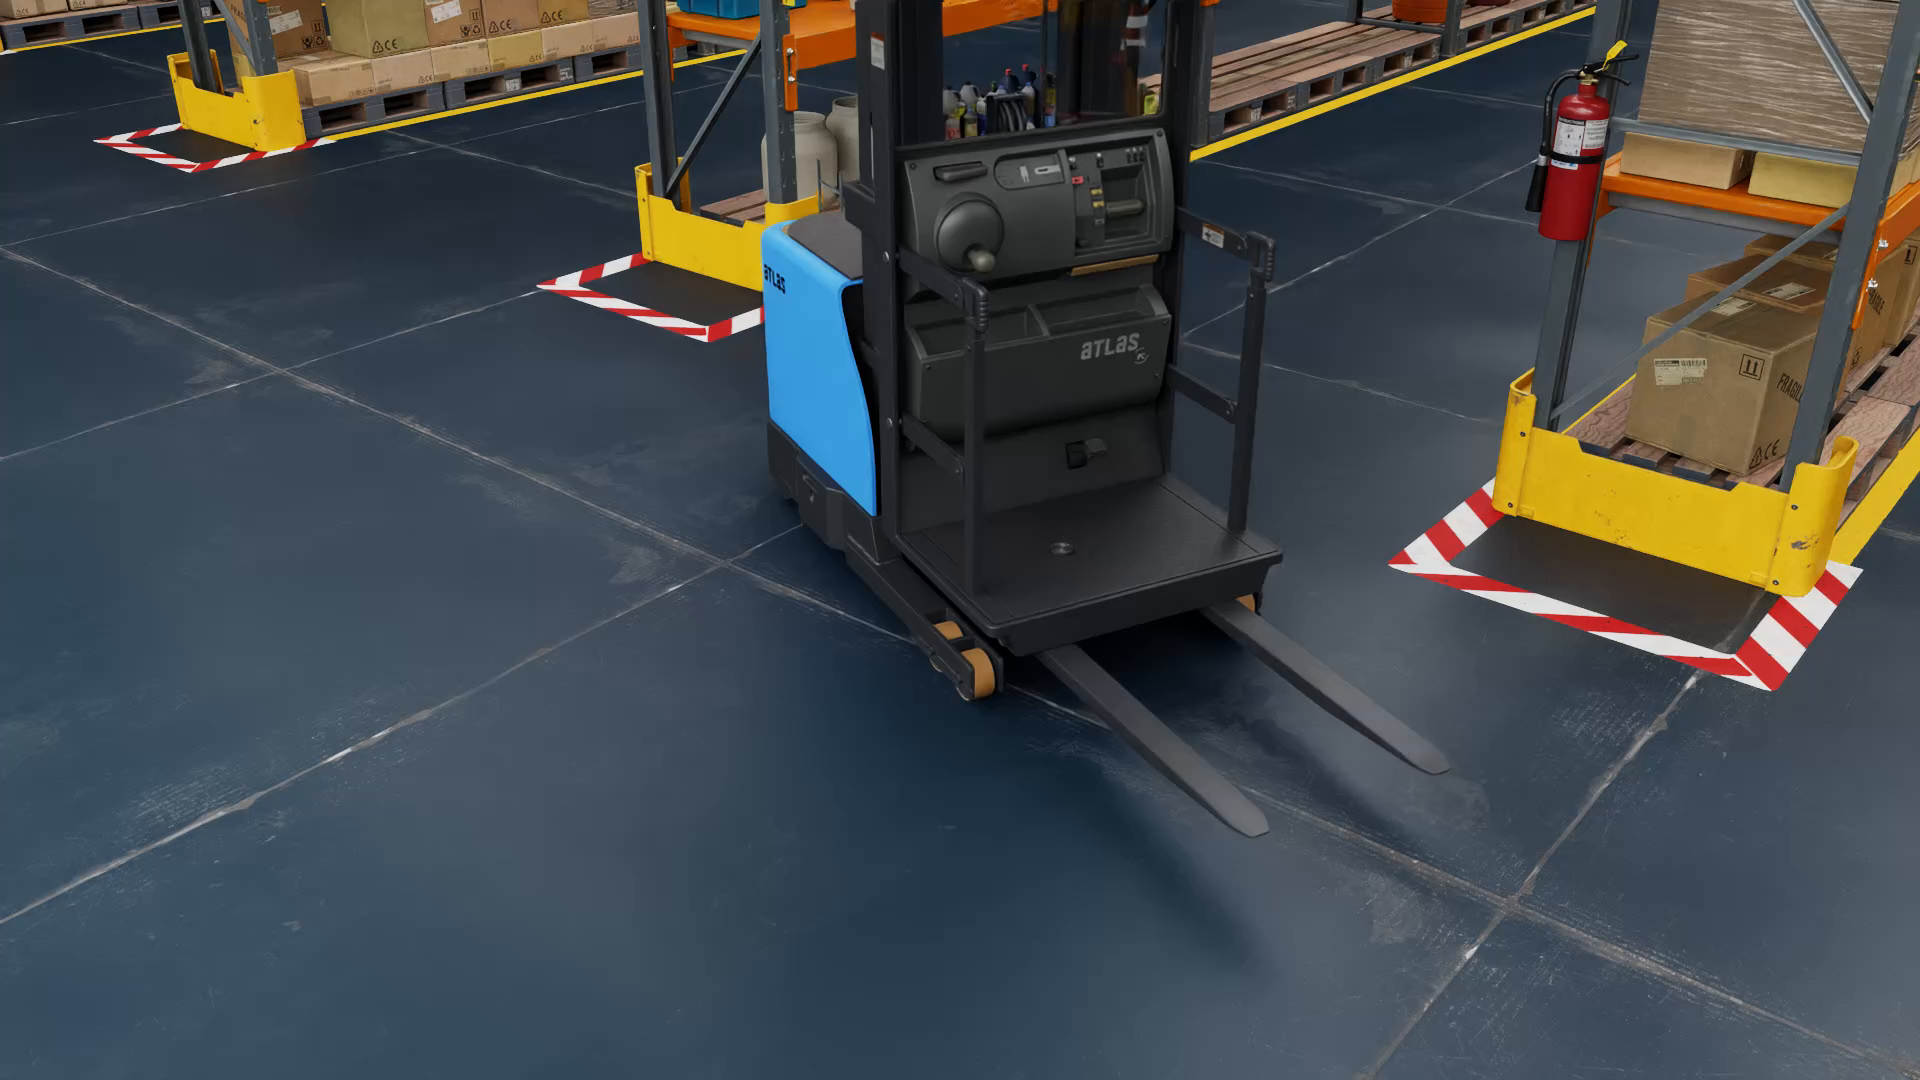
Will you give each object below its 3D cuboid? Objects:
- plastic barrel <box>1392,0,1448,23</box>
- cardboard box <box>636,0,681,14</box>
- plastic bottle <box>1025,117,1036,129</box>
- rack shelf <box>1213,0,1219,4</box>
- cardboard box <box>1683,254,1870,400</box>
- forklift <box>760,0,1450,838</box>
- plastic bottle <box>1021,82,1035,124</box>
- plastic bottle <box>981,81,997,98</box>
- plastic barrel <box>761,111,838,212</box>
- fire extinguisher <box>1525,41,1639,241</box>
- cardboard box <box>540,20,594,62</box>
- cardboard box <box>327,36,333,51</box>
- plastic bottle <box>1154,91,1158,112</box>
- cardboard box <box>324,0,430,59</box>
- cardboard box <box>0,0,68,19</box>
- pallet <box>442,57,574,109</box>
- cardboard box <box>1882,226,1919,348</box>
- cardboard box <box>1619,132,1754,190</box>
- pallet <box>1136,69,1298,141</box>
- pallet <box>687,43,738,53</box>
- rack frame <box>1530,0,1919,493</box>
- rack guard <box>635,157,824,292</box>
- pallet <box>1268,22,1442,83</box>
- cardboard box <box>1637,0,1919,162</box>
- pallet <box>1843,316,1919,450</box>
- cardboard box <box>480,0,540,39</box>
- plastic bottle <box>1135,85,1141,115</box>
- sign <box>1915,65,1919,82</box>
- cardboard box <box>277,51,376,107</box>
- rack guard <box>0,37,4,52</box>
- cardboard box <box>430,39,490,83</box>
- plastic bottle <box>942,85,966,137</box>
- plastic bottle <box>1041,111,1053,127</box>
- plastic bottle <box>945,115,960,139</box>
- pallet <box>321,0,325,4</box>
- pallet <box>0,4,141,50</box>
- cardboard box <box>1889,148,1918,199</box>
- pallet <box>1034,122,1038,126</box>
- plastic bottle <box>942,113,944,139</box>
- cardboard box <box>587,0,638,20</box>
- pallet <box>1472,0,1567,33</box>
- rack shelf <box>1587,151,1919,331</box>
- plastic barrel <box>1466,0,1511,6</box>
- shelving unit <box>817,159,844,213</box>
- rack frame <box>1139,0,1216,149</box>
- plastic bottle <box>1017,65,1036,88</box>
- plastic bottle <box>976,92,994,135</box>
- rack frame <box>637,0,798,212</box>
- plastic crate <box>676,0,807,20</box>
[{"bbox_3d":[4.130,-5.008,14.571,0.600,0.830,0.708,21,34,34],"label":"plastic barrel"},{"bbox_3d":[-2.659,-4.375,13.978,0.500,0.250,0.500,21,34,34],"label":"cardboard box"},{"bbox_3d":[0.419,-2.463,10.237,0.097,0.271,0.097,0,27,0],"label":"plastic bottle"},{"bbox_3d":[2.560,-4.578,12.619,1.077,0.370,4.000,21,34,34],"label":"rack shelf"},{"bbox_3d":[3.329,-0.838,6.868,0.500,0.500,0.500,-18,32,-31],"label":"cardboard box"},{"bbox_3d":[0.360,-1.027,5.044,1.130,2.935,3.031,-13,30,-24],"label":"forklift"},{"bbox_3d":[0.455,-2.921,11.122,0.097,0.271,0.097,0,27,0],"label":"plastic bottle"},{"bbox_3d":[0.197,-2.900,11.068,0.061,0.283,0.133,23,35,37],"label":"plastic bottle"},{"bbox_3d":[-0.897,-2.108,9.311,0.421,0.512,0.421,0,27,0],"label":"plastic barrel"},{"bbox_3d":[2.137,-1.383,5.743,0.296,0.674,0.183,21,34,34],"label":"fire extinguisher"},{"bbox_3d":[-3.291,-4.019,13.289,0.500,0.250,0.500,21,34,34],"label":"cardboard box"},{"bbox_3d":[-4.655,-3.642,12.561,0.500,0.250,0.500,21,34,34],"label":"cardboard box"},{"bbox_3d":[1.297,-2.922,11.200,0.097,0.201,0.097,0,27,0],"label":"plastic bottle"},{"bbox_3d":[-4.247,-3.821,12.091,0.500,0.500,0.500,21,34,34],"label":"cardboard box"},{"bbox_3d":[-8.392,-4.886,14.878,0.500,0.311,0.500,17,32,29],"label":"cardboard box"},{"bbox_3d":[-3.846,-3.695,13.163,1.003,0.211,1.213,21,34,34],"label":"pallet"},{"bbox_3d":[4.131,-1.239,7.644,0.500,0.500,0.500,17,32,30],"label":"cardboard box"},{"bbox_3d":[2.587,-1.373,5.913,0.380,0.149,0.250,21,34,34],"label":"cardboard box"},{"bbox_3d":[1.757,-3.240,12.283,1.003,0.211,1.213,21,34,34],"label":"pallet"},{"bbox_3d":[-2.094,-4.672,15.051,1.003,0.211,1.213,21,34,34],"label":"pallet"},{"bbox_3d":[2.565,-1.323,5.543,1.000,3.000,0.127,21,34,34],"label":"rack frame"},{"bbox_3d":[-1.245,-1.701,8.994,1.175,0.500,0.348,21,34,34],"label":"rack guard"},{"bbox_3d":[3.309,-4.105,13.956,1.003,0.211,1.213,21,34,34],"label":"pallet"},{"bbox_3d":[2.936,-1.687,5.813,0.875,0.500,0.500,21,34,34],"label":"cardboard box"},{"bbox_3d":[3.934,-0.820,7.605,1.003,0.211,1.213,21,34,34],"label":"pallet"},{"bbox_3d":[-3.608,-4.174,12.773,0.500,0.500,0.500,21,34,34],"label":"cardboard box"},{"bbox_3d":[1.100,-2.895,10.986,0.144,0.351,0.185,20,33,33],"label":"plastic bottle"},{"bbox_3d":[2.984,-1.549,5.038,0.100,0.325,0.005,21,34,34],"label":"sign"},{"bbox_3d":[-4.564,-3.310,11.919,0.500,0.250,0.500,21,34,34],"label":"cardboard box"},{"bbox_3d":[-8.853,-4.583,14.565,1.175,0.500,0.348,21,34,34],"label":"rack guard"},{"bbox_3d":[-3.930,-3.666,12.606,0.500,0.250,0.500,21,34,34],"label":"cardboard box"},{"bbox_3d":[-0.055,-2.759,10.723,0.144,0.351,0.185,22,35,36],"label":"plastic bottle"},{"bbox_3d":[0.547,-2.535,10.376,0.097,0.271,0.097,0,27,0],"label":"plastic bottle"},{"bbox_3d":[-0.049,-2.603,10.584,0.097,0.201,0.097,0,27,0],"label":"plastic bottle"},{"bbox_3d":[-6.757,-5.597,16.840,1.003,0.211,1.213,21,34,34],"label":"pallet"},{"bbox_3d":[-8.309,-4.732,15.168,1.003,0.211,1.213,21,34,34],"label":"pallet"},{"bbox_3d":[3.104,-1.326,5.822,0.380,0.149,0.250,21,34,34],"label":"cardboard box"},{"bbox_3d":[0.828,-2.724,11.287,1.003,0.211,1.213,21,34,34],"label":"pallet"},{"bbox_3d":[-0.163,-2.589,10.468,0.061,0.283,0.133,21,34,34],"label":"plastic bottle"},{"bbox_3d":[-2.986,-4.534,13.469,0.500,0.500,0.500,21,34,34],"label":"cardboard box"},{"bbox_3d":[5.077,-5.091,15.861,1.003,0.211,1.213,21,34,34],"label":"pallet"},{"bbox_3d":[3.837,-1.713,7.079,1.077,0.370,4.000,21,34,34],"label":"rack shelf"},{"bbox_3d":[4.848,-5.301,15.401,0.600,0.588,0.708,21,34,34],"label":"plastic barrel"},{"bbox_3d":[-0.423,-0.933,6.746,0.189,1.200,0.258,-13,30,-24],"label":"shelving unit"},{"bbox_3d":[1.287,-4.189,11.083,1.000,3.000,0.127,21,34,34],"label":"rack frame"},{"bbox_3d":[0.454,-3.043,11.271,0.144,0.351,0.185,22,34,36],"label":"plastic bottle"},{"bbox_3d":[0.194,-2.758,10.801,0.152,0.276,0.135,21,34,34],"label":"plastic bottle"},{"bbox_3d":[-1.257,-2.771,8.341,1.000,3.000,0.127,21,34,34],"label":"rack frame"},{"bbox_3d":[-1.169,-2.970,8.887,0.499,0.251,0.616,21,34,34],"label":"plastic crate"}]
